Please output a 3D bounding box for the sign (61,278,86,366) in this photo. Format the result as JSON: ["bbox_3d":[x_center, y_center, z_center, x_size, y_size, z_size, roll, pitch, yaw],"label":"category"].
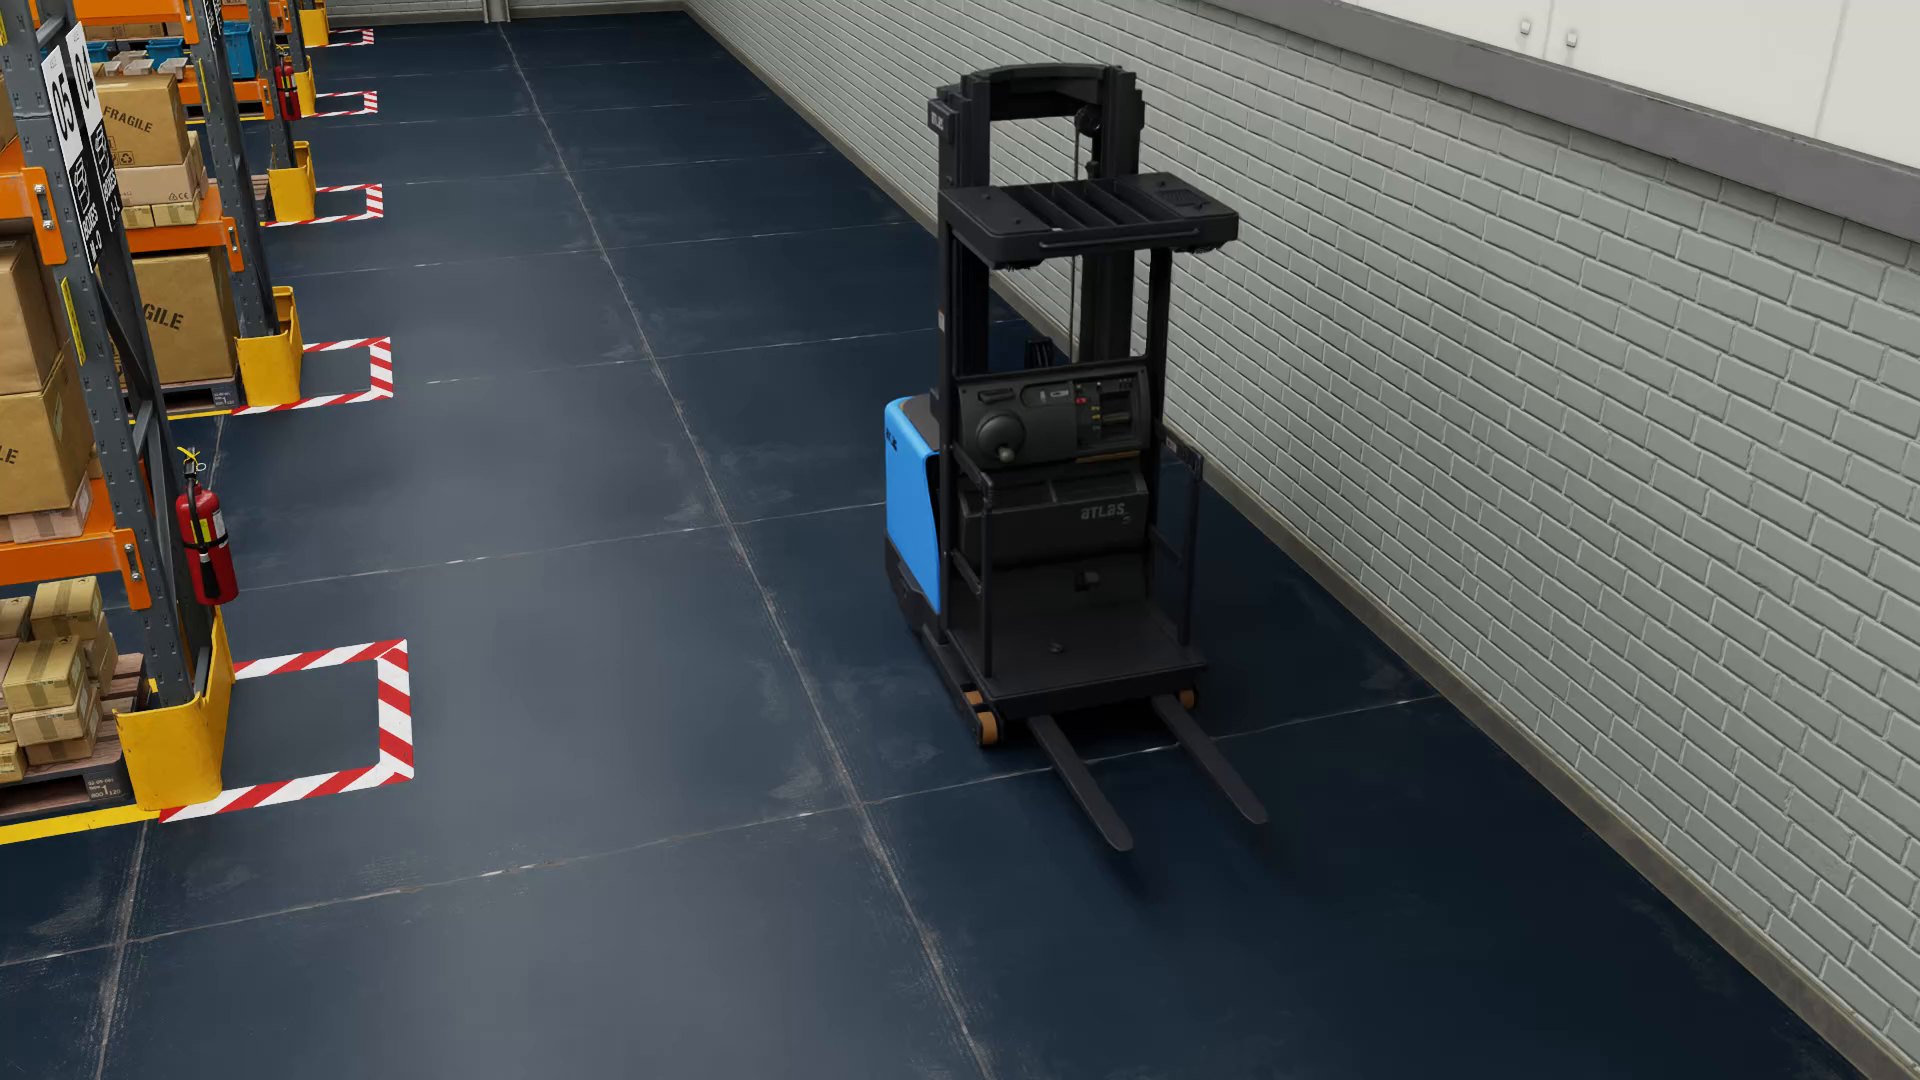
[{"bbox_3d":[-3.419,-0.842,6.414,0.005,0.325,0.100,-8,28,-16],"label":"sign"}]

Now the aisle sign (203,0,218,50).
[{"bbox_3d":[-4.850,-3.577,10.659,0.004,0.787,0.394,-8,28,-16],"label":"aisle sign"}]

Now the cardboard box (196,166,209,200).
[{"bbox_3d":[-5.451,-2.508,11.711,0.250,0.149,0.380,-8,27,-16],"label":"cardboard box"}]

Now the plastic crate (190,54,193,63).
[{"bbox_3d":[-7.212,-4.629,15.930,0.298,0.136,0.250,-8,28,-16],"label":"plastic crate"}]

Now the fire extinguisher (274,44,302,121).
[{"bbox_3d":[-6.261,-4.251,15.446,0.183,0.674,0.296,-8,28,-16],"label":"fire extinguisher"}]

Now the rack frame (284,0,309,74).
[{"bbox_3d":[-8.076,-6.719,19.910,0.127,3.000,1.000,-8,28,-16],"label":"rack frame"}]

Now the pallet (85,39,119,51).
[{"bbox_3d":[-12.669,-7.085,23.783,1.213,0.211,1.003,-8,28,-16],"label":"pallet"}]

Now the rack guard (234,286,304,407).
[{"bbox_3d":[-4.988,-1.414,12.035,0.348,0.500,1.175,-8,28,-16],"label":"rack guard"}]

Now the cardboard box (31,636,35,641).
[{"bbox_3d":[-4.427,0.514,7.740,0.250,0.149,0.380,-8,28,-16],"label":"cardboard box"}]

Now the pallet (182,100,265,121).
[{"bbox_3d":[-8.906,-5.349,20.288,1.213,0.211,1.003,-8,28,-16],"label":"pallet"}]

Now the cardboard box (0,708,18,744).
[{"bbox_3d":[-4.250,0.743,7.279,0.250,0.149,0.380,-9,28,-17],"label":"cardboard box"}]

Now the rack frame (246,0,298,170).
[{"bbox_3d":[-6.545,-4.624,15.691,0.127,3.000,1.000,-8,28,-16],"label":"rack frame"}]

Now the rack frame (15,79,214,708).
[{"bbox_3d":[-3.571,-0.419,7.220,0.127,3.000,1.000,-8,28,-16],"label":"rack frame"}]

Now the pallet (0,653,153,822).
[{"bbox_3d":[-4.427,0.938,7.624,1.213,0.211,1.003,-8,28,-16],"label":"pallet"}]

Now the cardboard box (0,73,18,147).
[{"bbox_3d":[-4.077,-1.741,6.680,0.500,0.250,0.500,-7,27,-14],"label":"cardboard box"}]

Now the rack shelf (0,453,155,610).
[{"bbox_3d":[-5.473,0.179,6.826,4.000,0.370,1.077,-8,28,-16],"label":"rack shelf"}]

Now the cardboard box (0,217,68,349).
[{"bbox_3d":[-4.081,-1.095,7.011,0.500,0.500,0.500,-8,28,-16],"label":"cardboard box"}]

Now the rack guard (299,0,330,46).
[{"bbox_3d":[-9.590,-7.696,24.691,0.348,0.500,1.175,-8,28,-16],"label":"rack guard"}]

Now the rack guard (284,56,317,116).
[{"bbox_3d":[-8.148,-5.589,20.445,0.348,0.500,1.175,-8,28,-16],"label":"rack guard"}]

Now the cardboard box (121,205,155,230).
[{"bbox_3d":[-5.495,-2.193,11.076,0.250,0.149,0.380,-8,27,-16],"label":"cardboard box"}]

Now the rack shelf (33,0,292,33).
[{"bbox_3d":[-9.977,-6.121,19.516,4.000,0.370,1.077,-8,28,-16],"label":"rack shelf"}]

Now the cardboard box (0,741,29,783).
[{"bbox_3d":[-4.221,0.909,7.280,0.250,0.149,0.380,-7,27,-15],"label":"cardboard box"}]

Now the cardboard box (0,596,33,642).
[{"bbox_3d":[-4.400,0.421,7.594,0.250,0.149,0.380,-8,27,-15],"label":"cardboard box"}]

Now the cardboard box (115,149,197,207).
[{"bbox_3d":[-5.390,-2.417,11.079,0.500,0.250,0.500,-9,28,-17],"label":"cardboard box"}]

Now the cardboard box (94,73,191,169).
[{"bbox_3d":[-5.393,-2.754,10.914,0.500,0.500,0.500,-8,27,-15],"label":"cardboard box"}]

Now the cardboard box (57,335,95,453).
[{"bbox_3d":[-4.084,-0.652,7.243,0.500,0.500,0.500,-7,27,-14],"label":"cardboard box"}]

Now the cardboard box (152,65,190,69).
[{"bbox_3d":[-9.631,-5.592,20.237,0.500,0.250,0.500,-8,28,-16],"label":"cardboard box"}]

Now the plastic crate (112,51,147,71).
[{"bbox_3d":[-7.857,-4.535,15.741,0.298,0.136,0.250,-8,28,-16],"label":"plastic crate"}]

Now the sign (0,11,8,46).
[{"bbox_3d":[-3.419,-1.922,5.878,0.005,0.325,0.100,-8,28,-16],"label":"sign"}]

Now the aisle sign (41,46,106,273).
[{"bbox_3d":[-3.409,-1.466,6.407,0.004,0.787,0.394,-8,28,-16],"label":"aisle sign"}]

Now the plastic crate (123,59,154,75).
[{"bbox_3d":[-7.544,-4.310,15.288,0.243,0.136,0.396,-8,28,-16],"label":"plastic crate"}]

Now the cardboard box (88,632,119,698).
[{"bbox_3d":[-4.169,0.607,7.888,0.250,0.149,0.380,-8,27,-15],"label":"cardboard box"}]

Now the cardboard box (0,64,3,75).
[{"bbox_3d":[-4.079,-1.967,6.572,0.500,0.250,0.500,-8,27,-15],"label":"cardboard box"}]

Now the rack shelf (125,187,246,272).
[{"bbox_3d":[-6.913,-1.932,11.078,4.000,0.370,1.077,-8,28,-16],"label":"rack shelf"}]

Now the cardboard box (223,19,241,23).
[{"bbox_3d":[-10.723,-7.674,24.173,0.500,0.500,0.700,-8,28,-16],"label":"cardboard box"}]

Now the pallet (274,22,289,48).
[{"bbox_3d":[-10.349,-7.421,24.460,1.213,0.211,1.003,-8,28,-16],"label":"pallet"}]

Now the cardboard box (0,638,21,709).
[{"bbox_3d":[-4.253,0.594,7.245,0.250,0.149,0.380,-8,27,-15],"label":"cardboard box"}]

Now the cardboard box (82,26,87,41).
[{"bbox_3d":[-12.674,-7.390,23.601,0.500,0.500,0.700,-8,27,-15],"label":"cardboard box"}]

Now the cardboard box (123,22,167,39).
[{"bbox_3d":[-11.706,-7.528,23.878,0.500,0.500,0.700,-8,27,-15],"label":"cardboard box"}]

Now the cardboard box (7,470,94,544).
[{"bbox_3d":[-3.794,-0.142,6.945,0.250,0.149,0.380,-8,28,-16],"label":"cardboard box"}]

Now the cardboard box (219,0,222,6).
[{"bbox_3d":[-8.909,-6.514,19.385,0.500,0.500,0.500,-8,28,-16],"label":"cardboard box"}]

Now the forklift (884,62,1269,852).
[{"bbox_3d":[0.512,-0.542,7.546,1.130,2.935,3.031,-8,27,-16],"label":"forklift"}]

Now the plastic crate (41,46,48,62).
[{"bbox_3d":[-8.419,-4.458,15.478,0.300,0.233,0.416,-8,28,-16],"label":"plastic crate"}]
